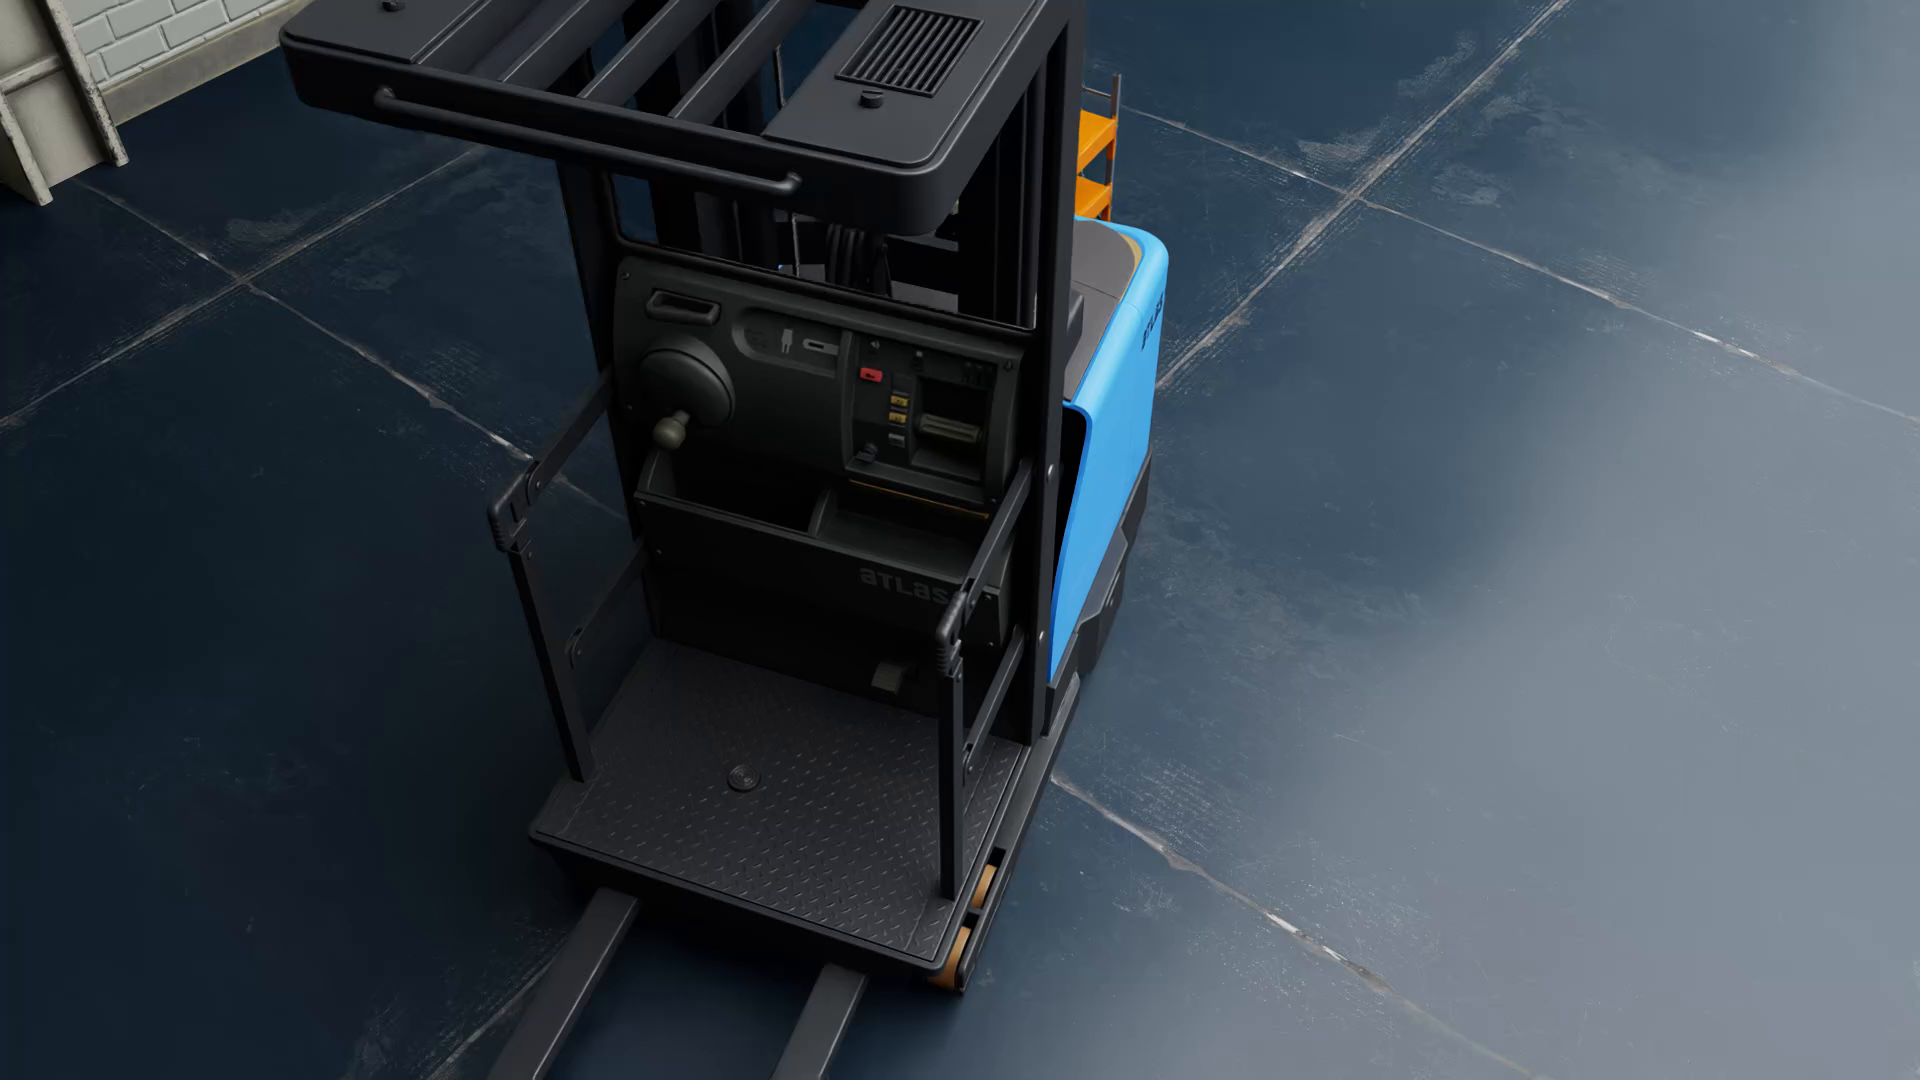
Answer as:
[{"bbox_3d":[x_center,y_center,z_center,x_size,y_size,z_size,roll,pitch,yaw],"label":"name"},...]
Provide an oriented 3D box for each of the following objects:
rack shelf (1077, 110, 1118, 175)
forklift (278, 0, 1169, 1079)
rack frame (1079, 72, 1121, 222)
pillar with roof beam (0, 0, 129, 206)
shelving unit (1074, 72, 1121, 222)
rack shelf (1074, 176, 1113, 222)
[{"bbox_3d":[0.242,-1.120,4.947,0.258,0.148,0.480,24,51,21],"label":"rack shelf"},{"bbox_3d":[-0.394,-0.233,3.446,1.130,2.935,3.031,15,48,14],"label":"forklift"},{"bbox_3d":[0.370,-0.999,5.375,0.240,1.200,0.015,24,51,21],"label":"rack frame"},{"bbox_3d":[-0.185,-2.689,1.595,9.100,9.000,0.400,29,53,25],"label":"pillar with roof beam"},{"bbox_3d":[0.242,-0.849,5.231,0.258,1.200,0.503,24,51,21],"label":"shelving unit"},{"bbox_3d":[0.242,-0.957,5.118,0.258,0.148,0.480,24,51,21],"label":"rack shelf"}]
